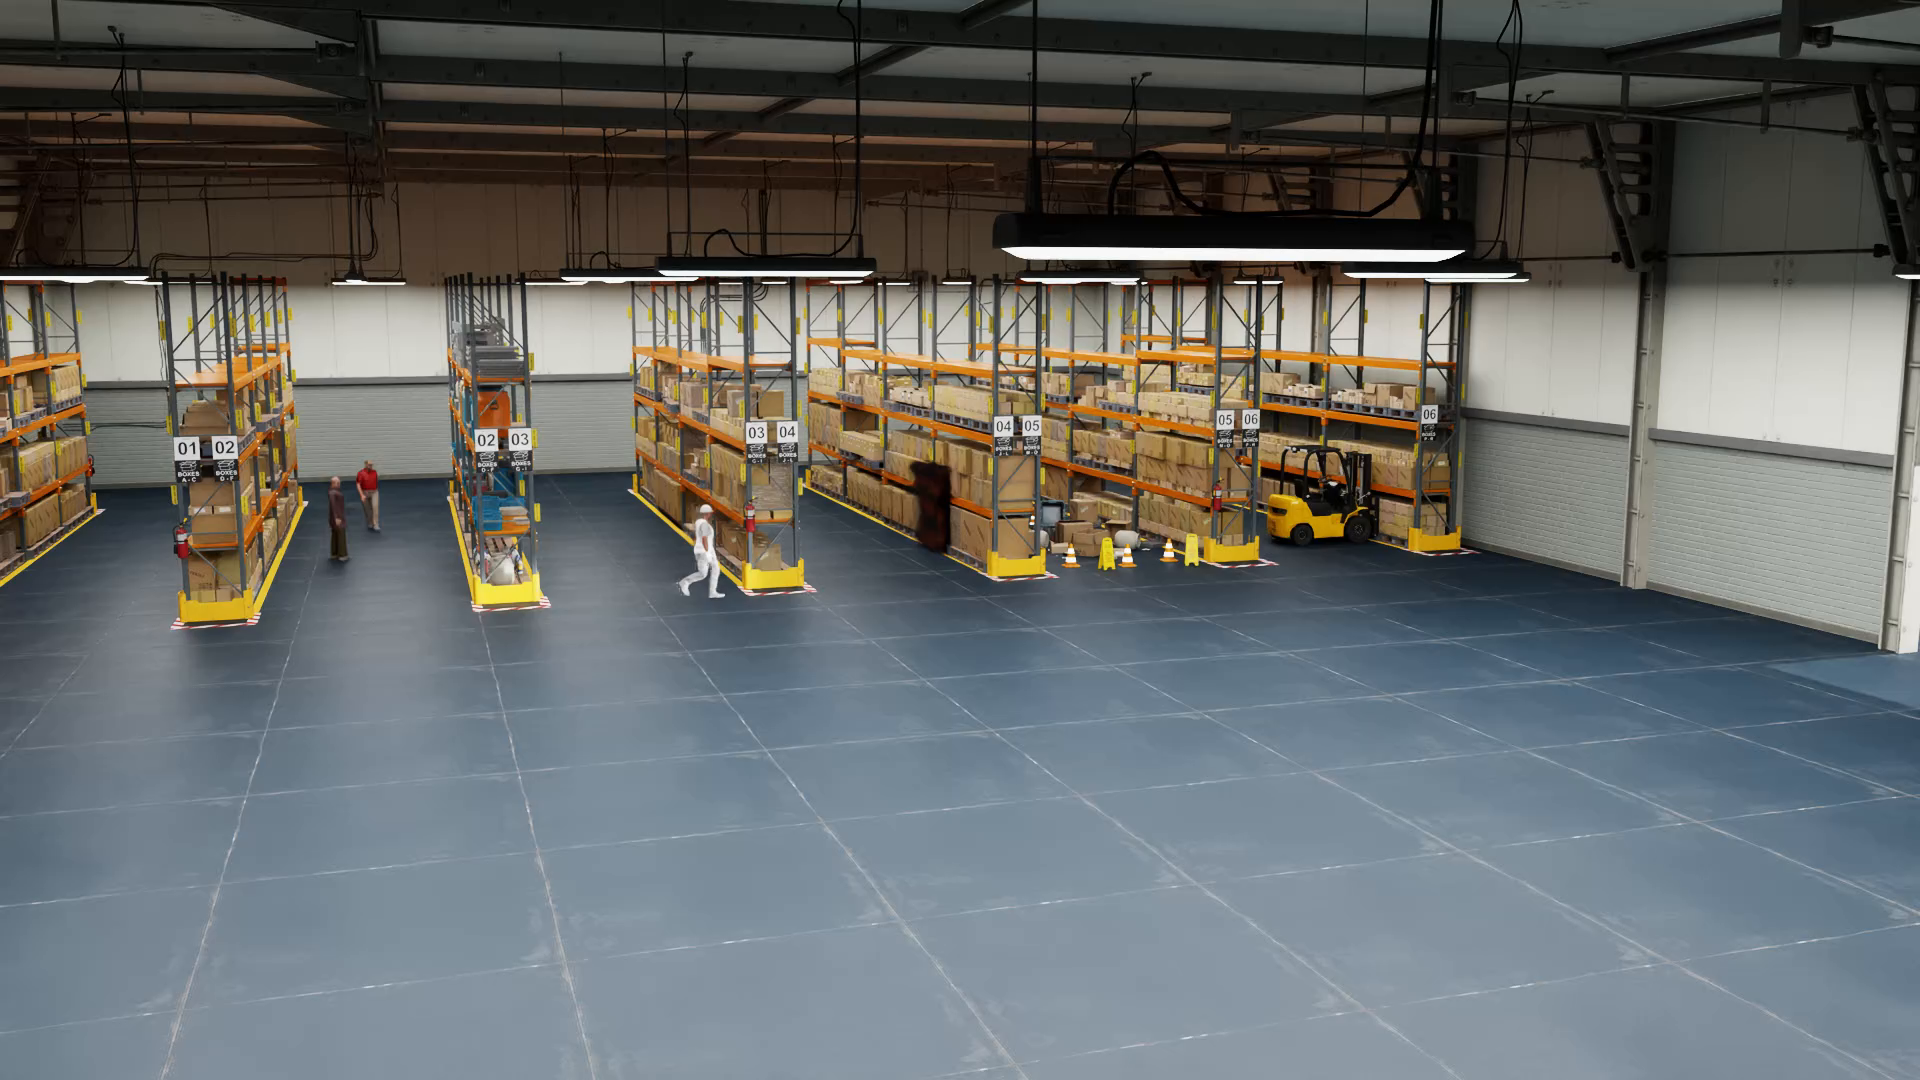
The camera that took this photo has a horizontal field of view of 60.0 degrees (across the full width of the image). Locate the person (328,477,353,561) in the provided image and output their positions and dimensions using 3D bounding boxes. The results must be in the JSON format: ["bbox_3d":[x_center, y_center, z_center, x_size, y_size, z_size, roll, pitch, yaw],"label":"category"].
[{"bbox_3d":[-13.132,-0.463,35.202,0.452,1.775,0.622,-5,10,-29],"label":"person"}]

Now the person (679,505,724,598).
[{"bbox_3d":[-4.799,0.219,30.822,0.813,1.745,0.496,2,9,15],"label":"person"}]

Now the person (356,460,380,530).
[{"bbox_3d":[-14.045,-1.075,39.484,0.515,1.669,1.065,-2,9,-14],"label":"person"}]
